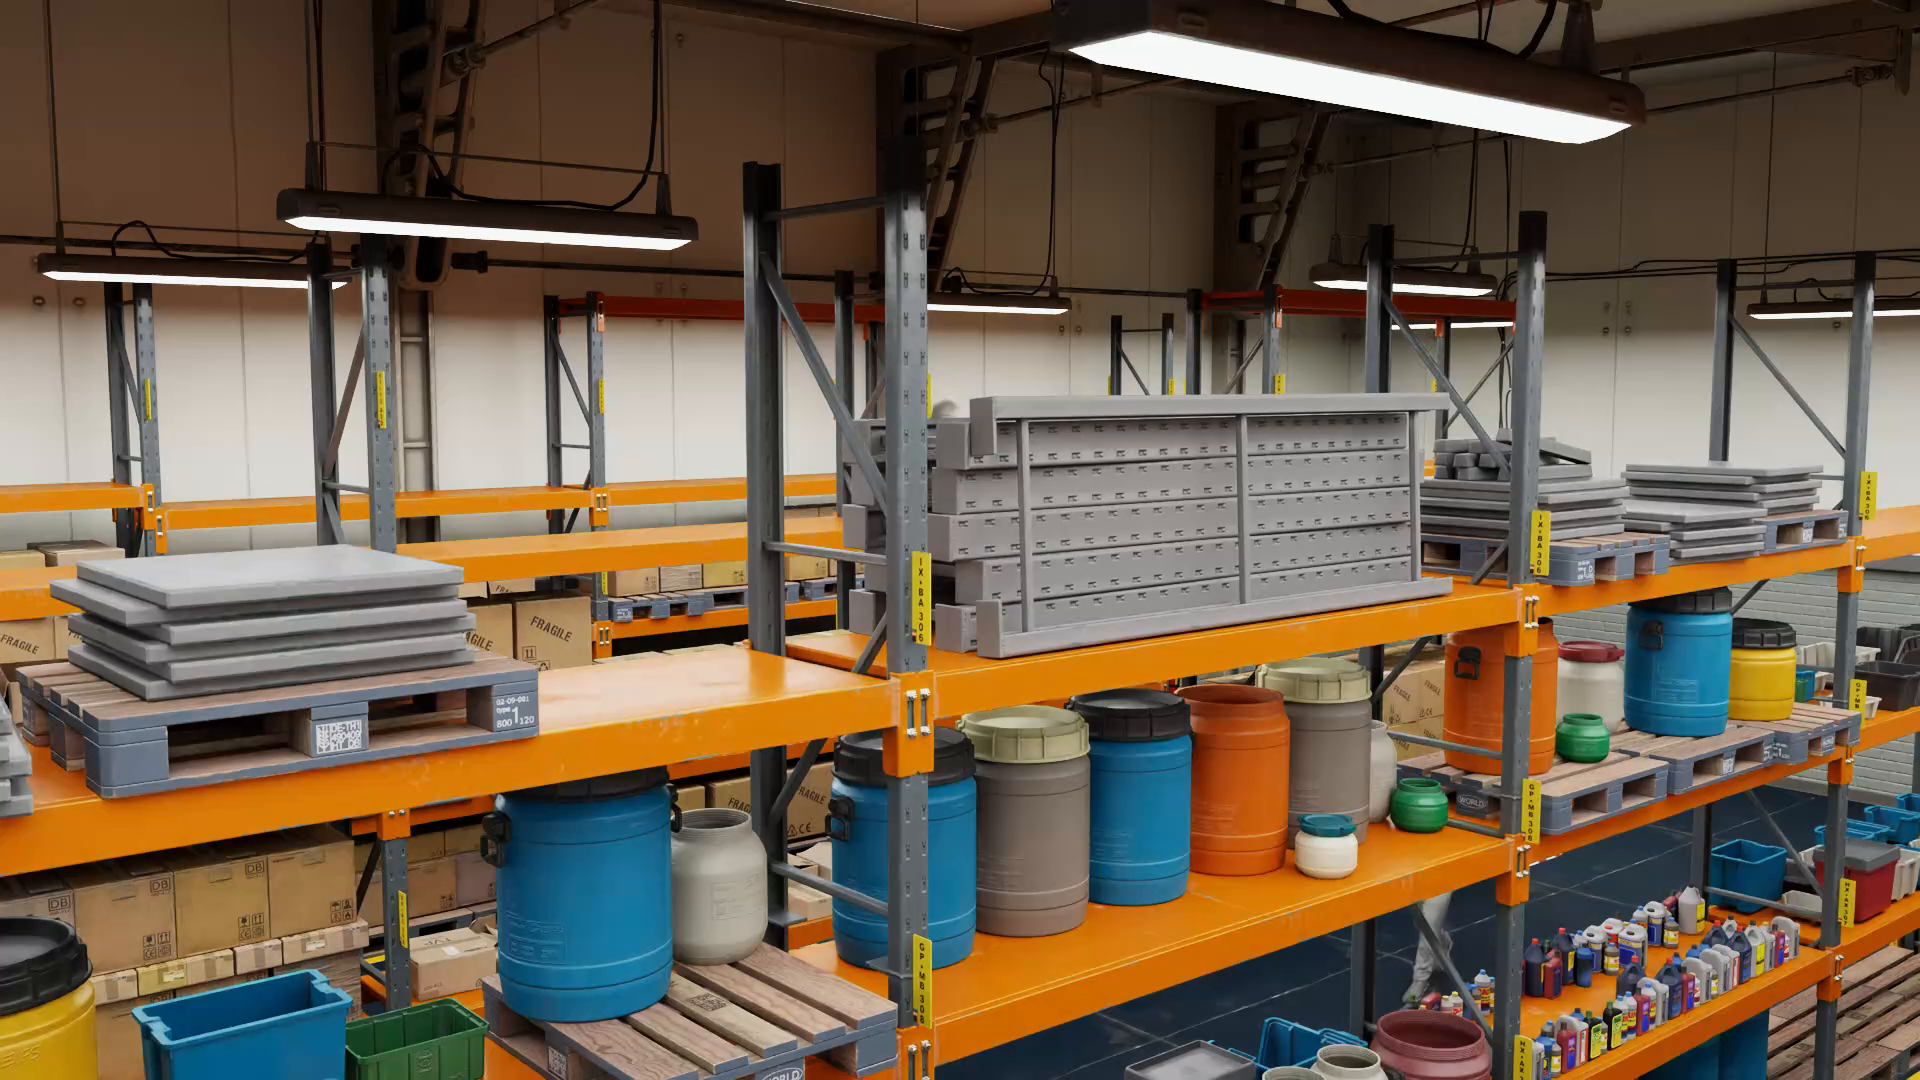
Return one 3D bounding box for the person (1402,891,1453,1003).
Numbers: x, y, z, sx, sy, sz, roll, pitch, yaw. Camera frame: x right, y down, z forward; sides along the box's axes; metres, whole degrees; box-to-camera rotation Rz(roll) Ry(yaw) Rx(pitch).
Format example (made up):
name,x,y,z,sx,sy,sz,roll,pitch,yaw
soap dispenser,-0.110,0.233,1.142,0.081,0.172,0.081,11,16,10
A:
name,x,y,z,sx,sy,sz,roll,pitch,yaw
person,3.987,2.918,14.120,0.660,1.805,0.969,5,8,44
